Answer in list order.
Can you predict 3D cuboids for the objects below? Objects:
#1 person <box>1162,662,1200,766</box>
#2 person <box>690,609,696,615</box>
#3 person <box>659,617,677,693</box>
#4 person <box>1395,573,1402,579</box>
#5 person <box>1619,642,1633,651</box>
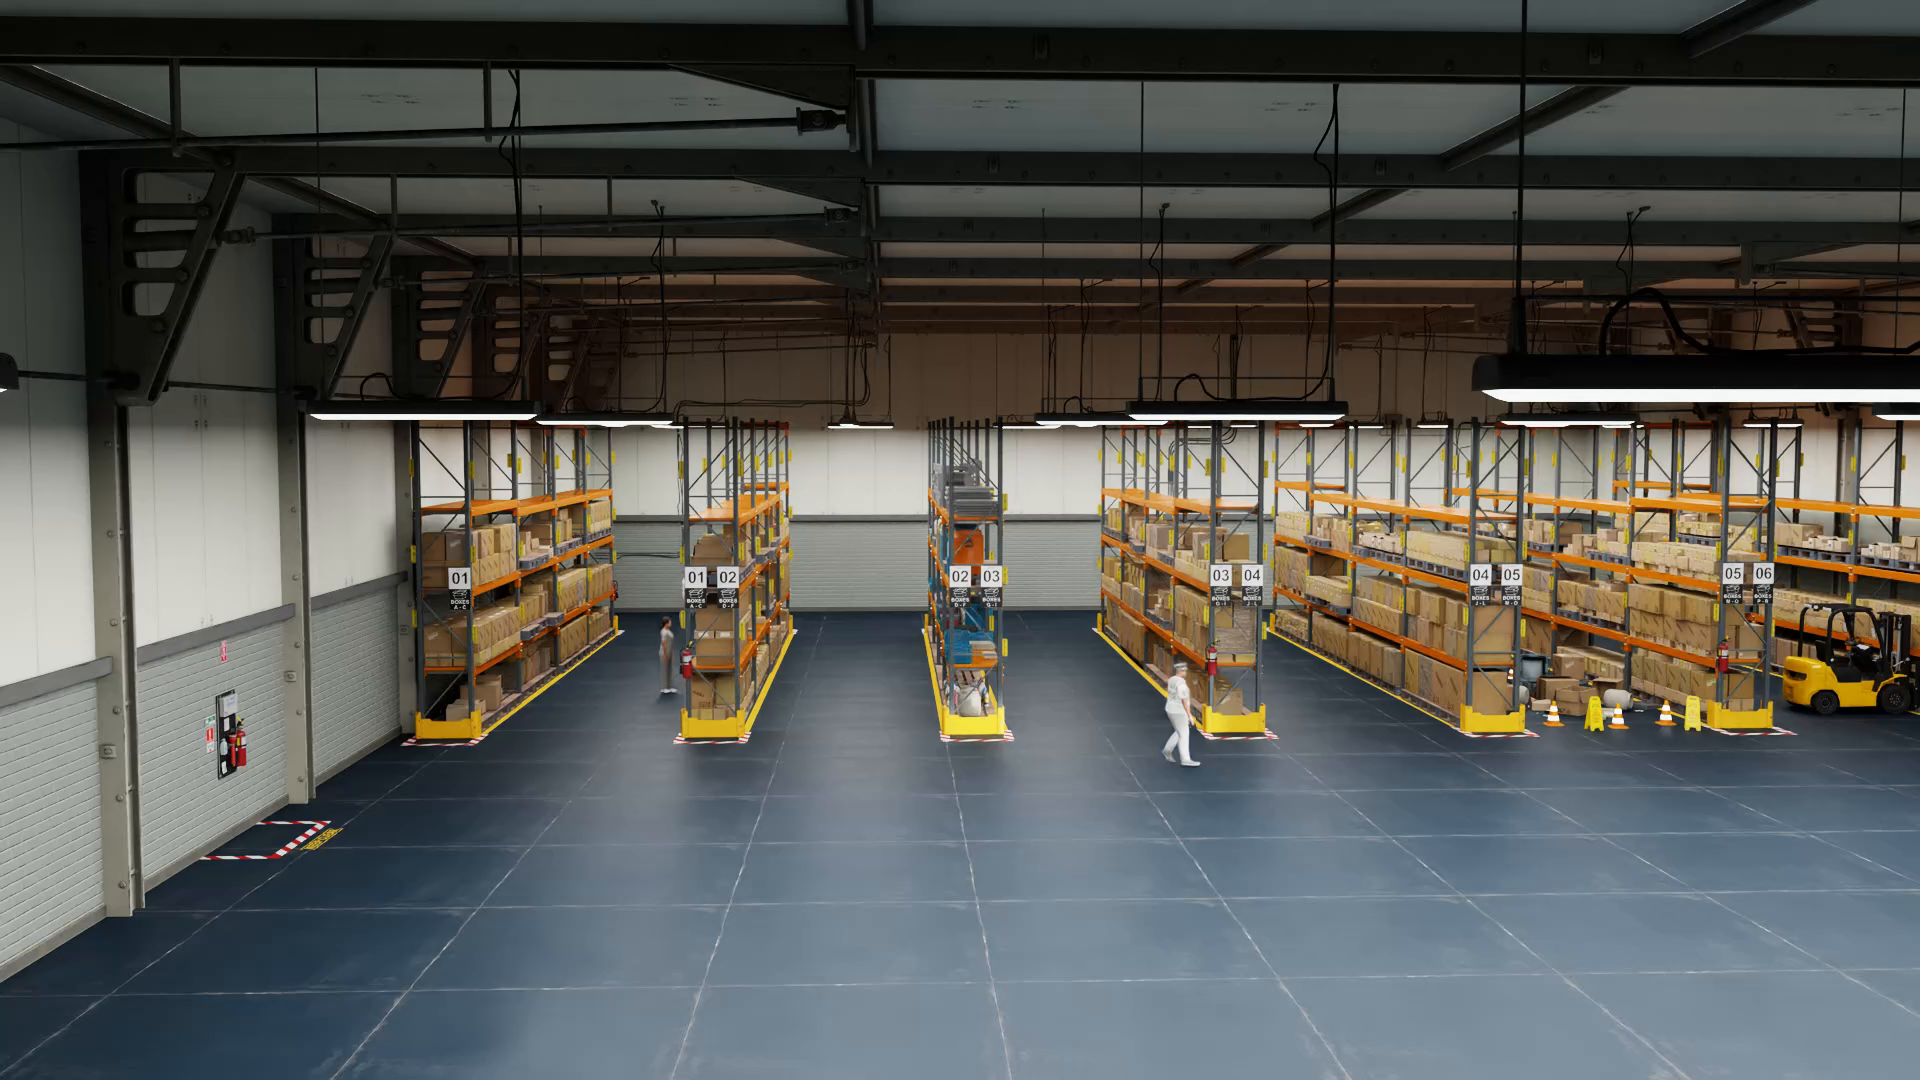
[{"bbox_3d":[3.786,2.982,28.562,0.570,1.761,0.650,-1,4,-13],"label":"person"},{"bbox_3d":[-7.821,1.678,49.215,0.792,1.648,0.499,1,4,20],"label":"person"},{"bbox_3d":[-6.423,2.511,36.398,0.328,1.683,0.463,1,4,9],"label":"person"},{"bbox_3d":[13.741,1.471,51.788,0.988,1.741,0.620,-2,4,-31],"label":"person"},{"bbox_3d":[17.265,2.083,43.147,0.533,1.689,0.653,-1,4,-18],"label":"person"}]
